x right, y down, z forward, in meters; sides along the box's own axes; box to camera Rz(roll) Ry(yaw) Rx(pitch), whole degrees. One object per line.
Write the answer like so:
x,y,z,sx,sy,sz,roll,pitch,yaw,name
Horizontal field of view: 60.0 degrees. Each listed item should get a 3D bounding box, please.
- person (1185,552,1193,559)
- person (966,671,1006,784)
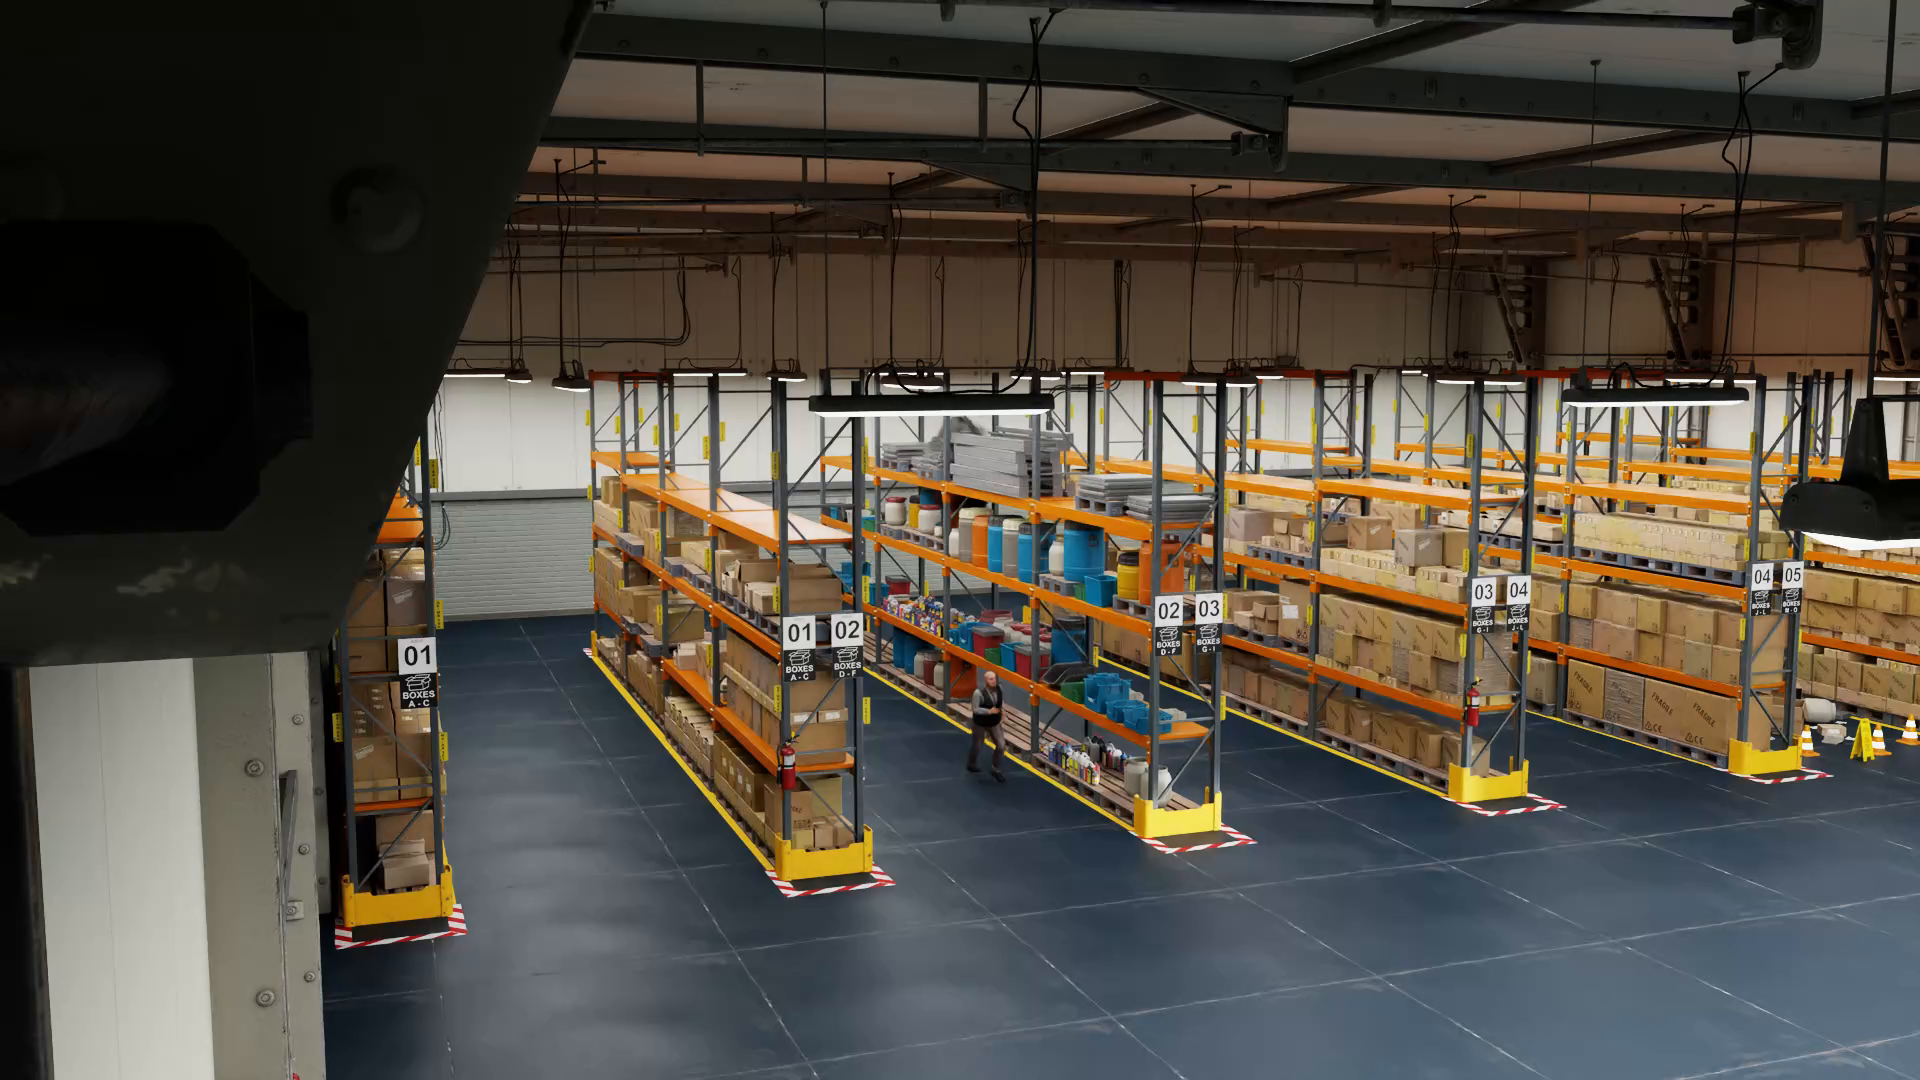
5.565,0.975,40.687,0.585,1.474,0.663,2,7,20,person
0.402,2.754,24.699,0.658,1.692,0.973,-3,7,-27,person
